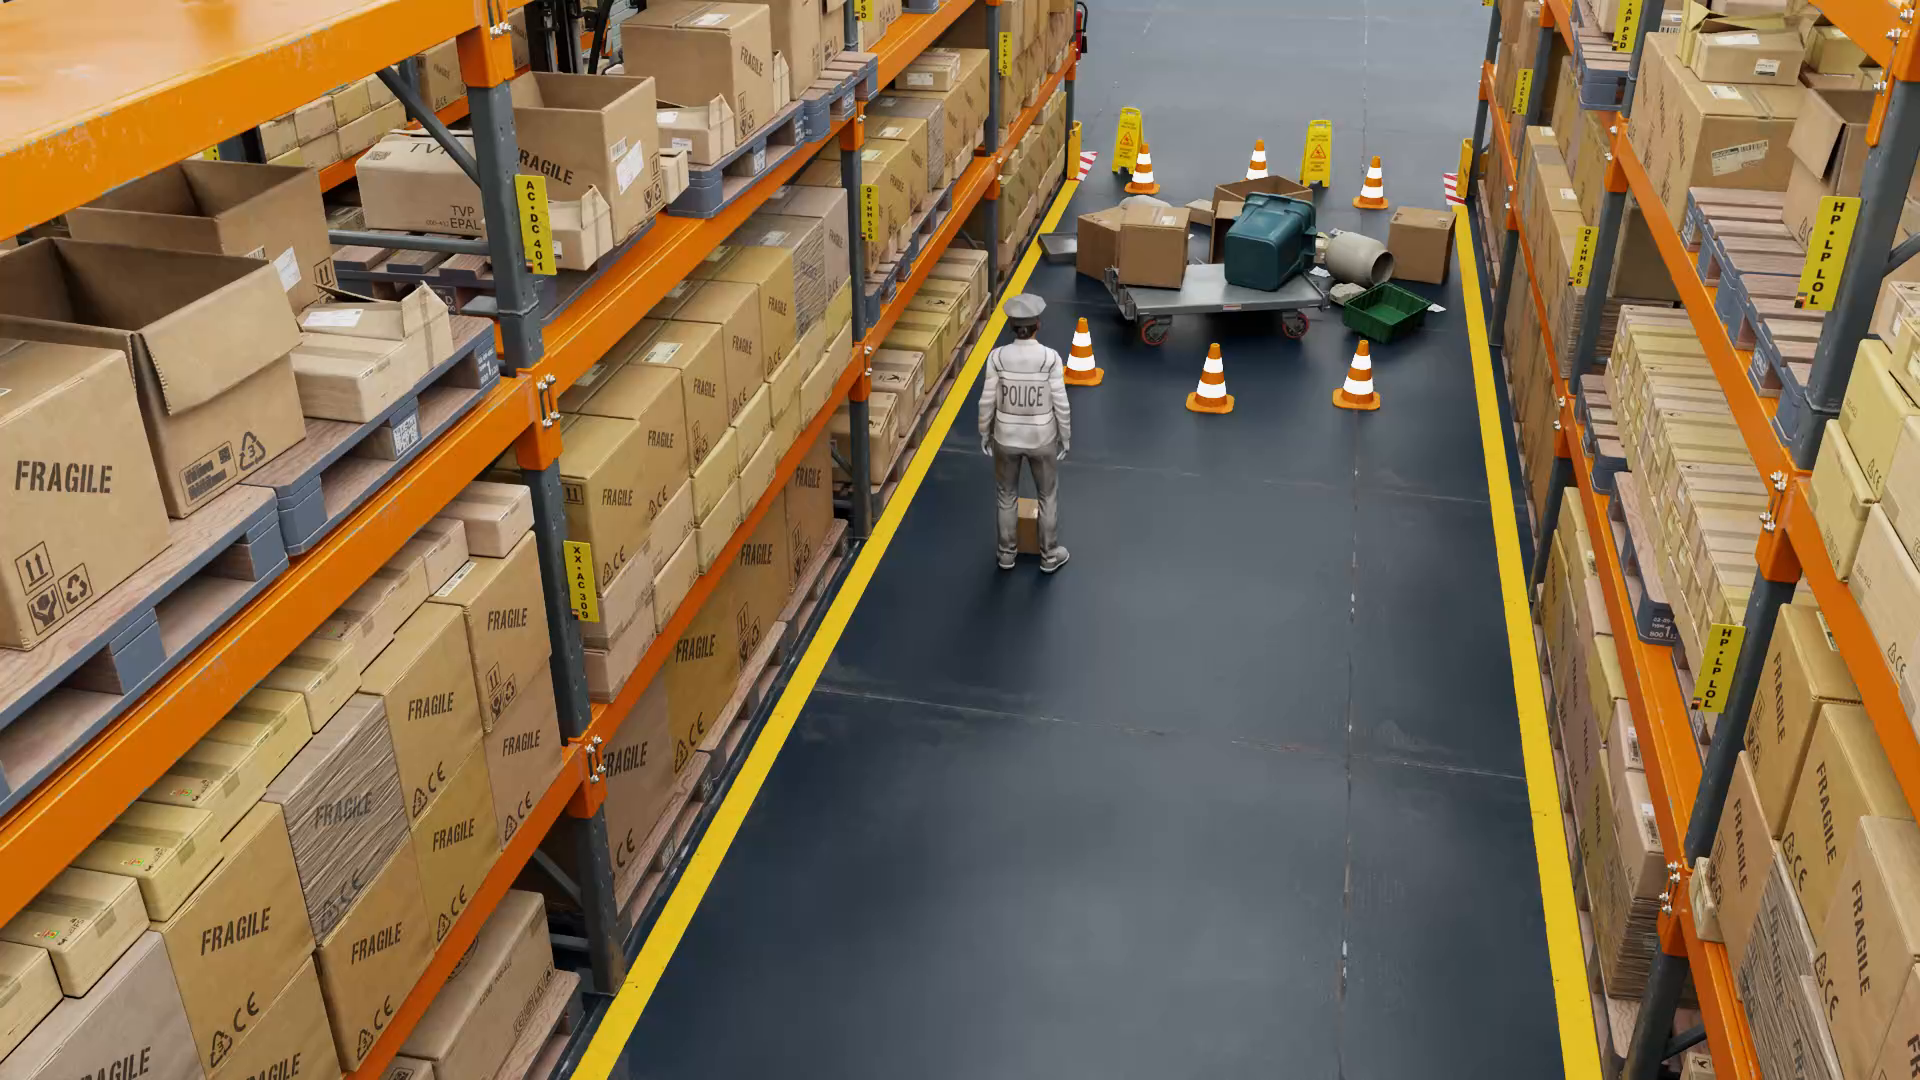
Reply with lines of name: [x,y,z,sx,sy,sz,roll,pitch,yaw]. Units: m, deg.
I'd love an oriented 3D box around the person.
person: [0.377,-0.590,9.670,0.547,1.667,0.369,4,29,8]
